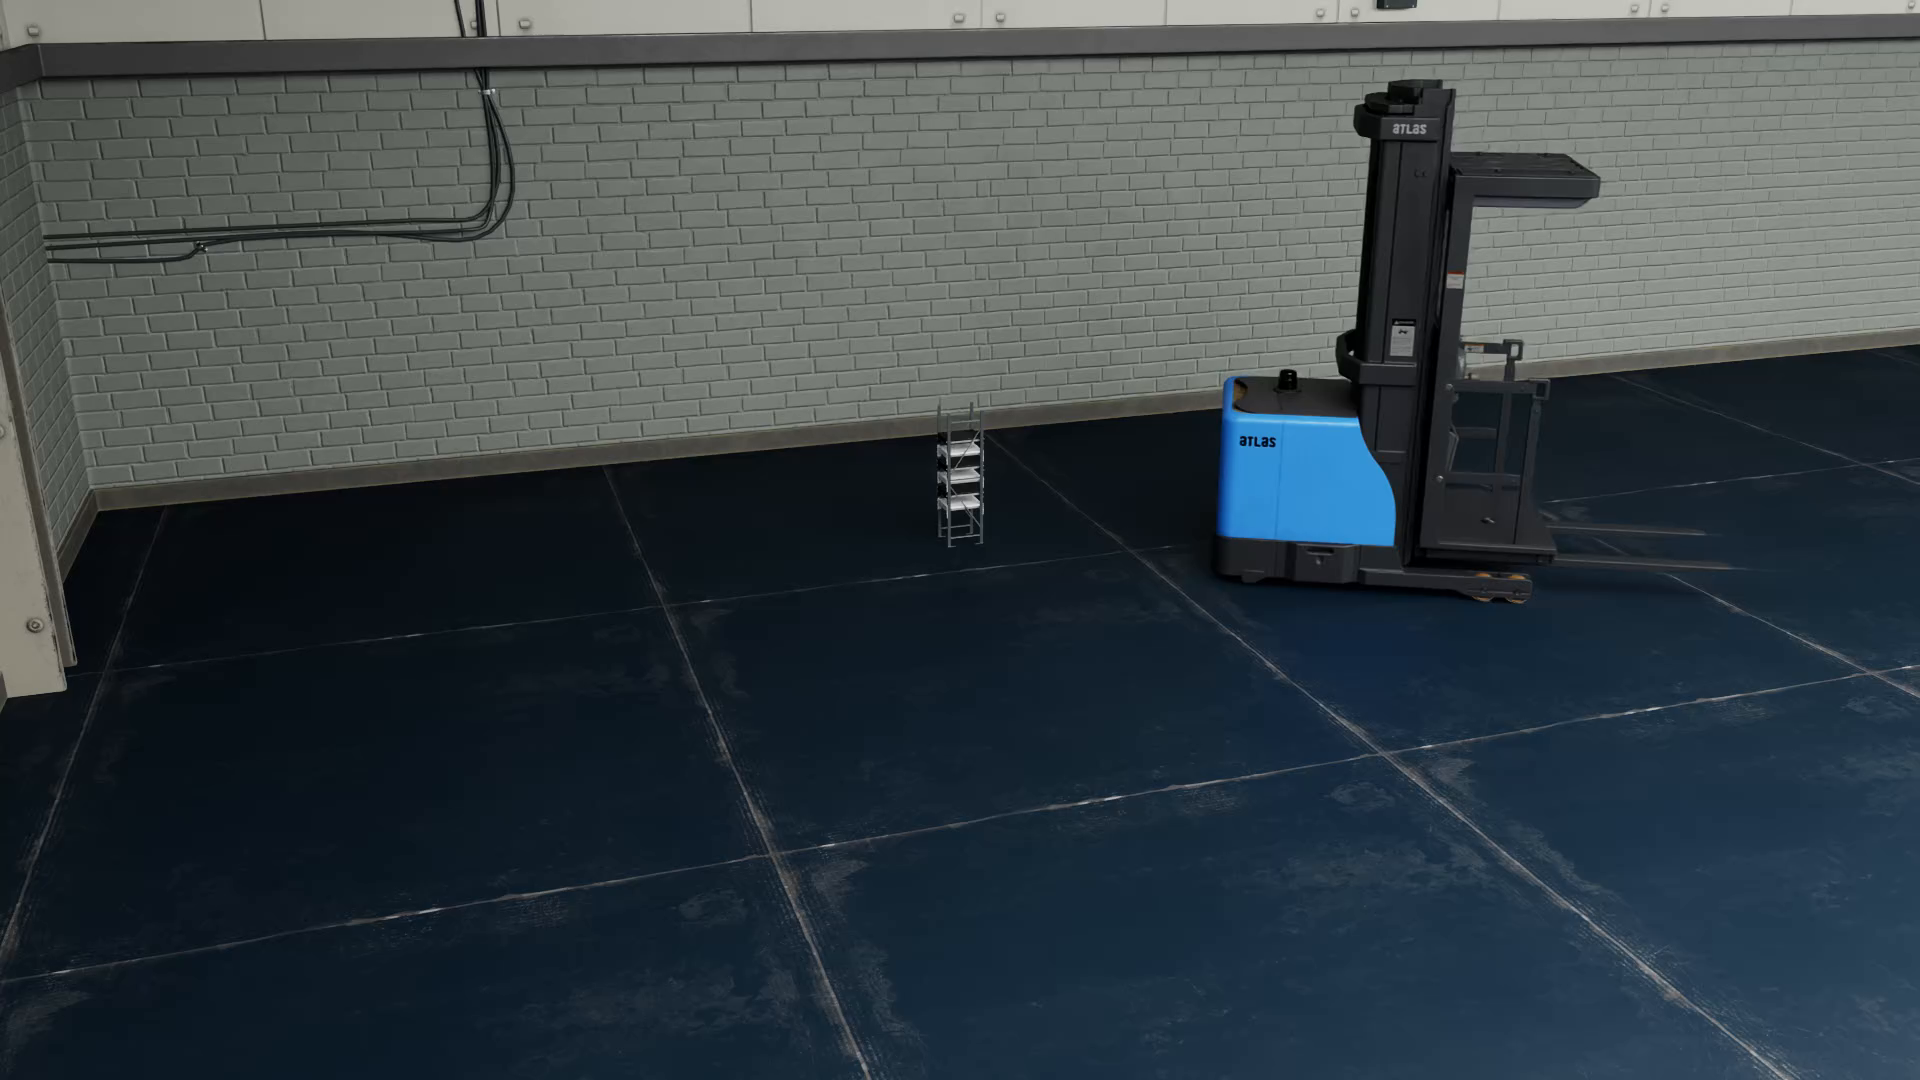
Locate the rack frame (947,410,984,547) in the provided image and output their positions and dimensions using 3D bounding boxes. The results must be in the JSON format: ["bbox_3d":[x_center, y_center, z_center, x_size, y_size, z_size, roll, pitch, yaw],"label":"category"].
[{"bbox_3d":[0.034,-0.388,10.666,0.240,0.900,0.006,-6,21,-17],"label":"rack frame"}]

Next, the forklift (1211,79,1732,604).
[{"bbox_3d":[3.108,-1.196,9.909,3.031,2.935,1.130,3,20,9],"label":"forklift"}]

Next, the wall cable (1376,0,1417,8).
[{"bbox_3d":[4.448,-7.182,12.570,2.305,6.003,0.169,-6,21,-17],"label":"wall cable"}]

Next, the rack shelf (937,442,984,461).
[{"bbox_3d":[0.003,-0.559,10.708,0.258,0.077,0.200,-6,21,-17],"label":"rack shelf"}]

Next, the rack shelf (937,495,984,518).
[{"bbox_3d":[0.003,-0.220,10.829,0.258,0.077,0.200,-6,21,-17],"label":"rack shelf"}]

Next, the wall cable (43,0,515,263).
[{"bbox_3d":[-4.569,-3.117,10.876,3.097,2.526,0.112,-6,21,-17],"label":"wall cable"}]

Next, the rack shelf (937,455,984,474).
[{"bbox_3d":[0.003,-0.474,10.738,0.258,0.077,0.200,-6,21,-17],"label":"rack shelf"}]

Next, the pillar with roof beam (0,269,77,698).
[{"bbox_3d":[-0.811,-3.950,8.601,9.100,9.000,0.400,-6,21,-17],"label":"pillar with roof beam"}]

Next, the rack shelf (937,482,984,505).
[{"bbox_3d":[0.003,-0.305,10.799,0.258,0.077,0.200,-6,21,-17],"label":"rack shelf"}]

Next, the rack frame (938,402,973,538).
[{"bbox_3d":[-0.029,-0.454,10.848,0.240,0.900,0.006,-6,21,-17],"label":"rack frame"}]

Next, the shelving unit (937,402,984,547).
[{"bbox_3d":[0.003,-0.421,10.757,0.258,0.900,0.210,-6,21,-17],"label":"shelving unit"}]

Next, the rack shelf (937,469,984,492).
[{"bbox_3d":[0.003,-0.390,10.768,0.258,0.077,0.200,-6,21,-17],"label":"rack shelf"}]

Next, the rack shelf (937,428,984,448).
[{"bbox_3d":[0.003,-0.644,10.677,0.258,0.077,0.200,-6,21,-17],"label":"rack shelf"}]
